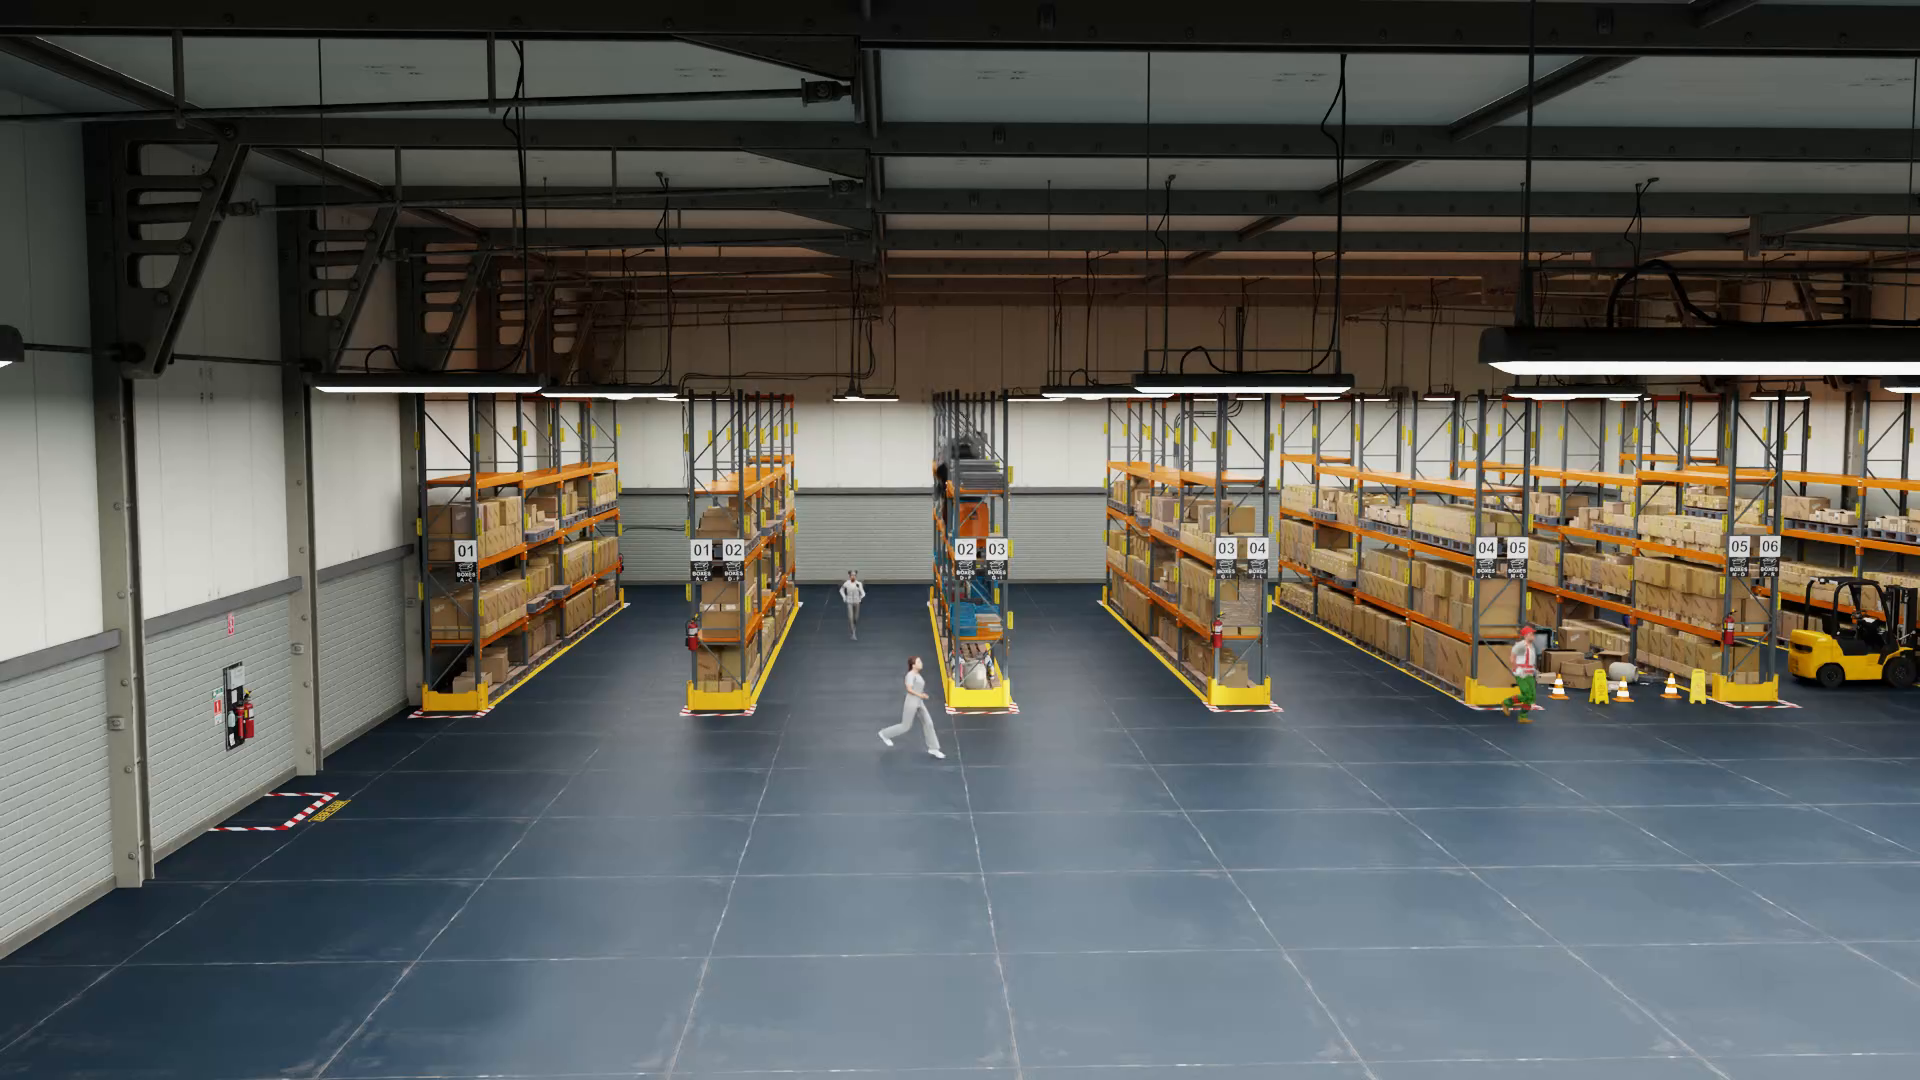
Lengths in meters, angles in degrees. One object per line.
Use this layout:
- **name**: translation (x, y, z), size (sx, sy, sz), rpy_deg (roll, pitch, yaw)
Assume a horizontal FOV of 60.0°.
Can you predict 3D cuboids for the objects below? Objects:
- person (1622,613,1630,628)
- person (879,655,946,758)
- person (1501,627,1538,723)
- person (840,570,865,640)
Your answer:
- **person**: translation (16.442, 1.593, 40.955), size (0.628, 1.606, 0.989), rpy_deg (0, 5, 2)
- **person**: translation (-0.783, 2.707, 26.998), size (1.125, 1.662, 0.536), rpy_deg (2, 5, 20)
- **person**: translation (10.125, 2.422, 29.983), size (0.600, 1.744, 0.698), rpy_deg (5, 7, 45)
- **person**: translation (-2.637, 1.566, 40.883), size (0.618, 1.694, 0.827), rpy_deg (-1, 5, -9)
